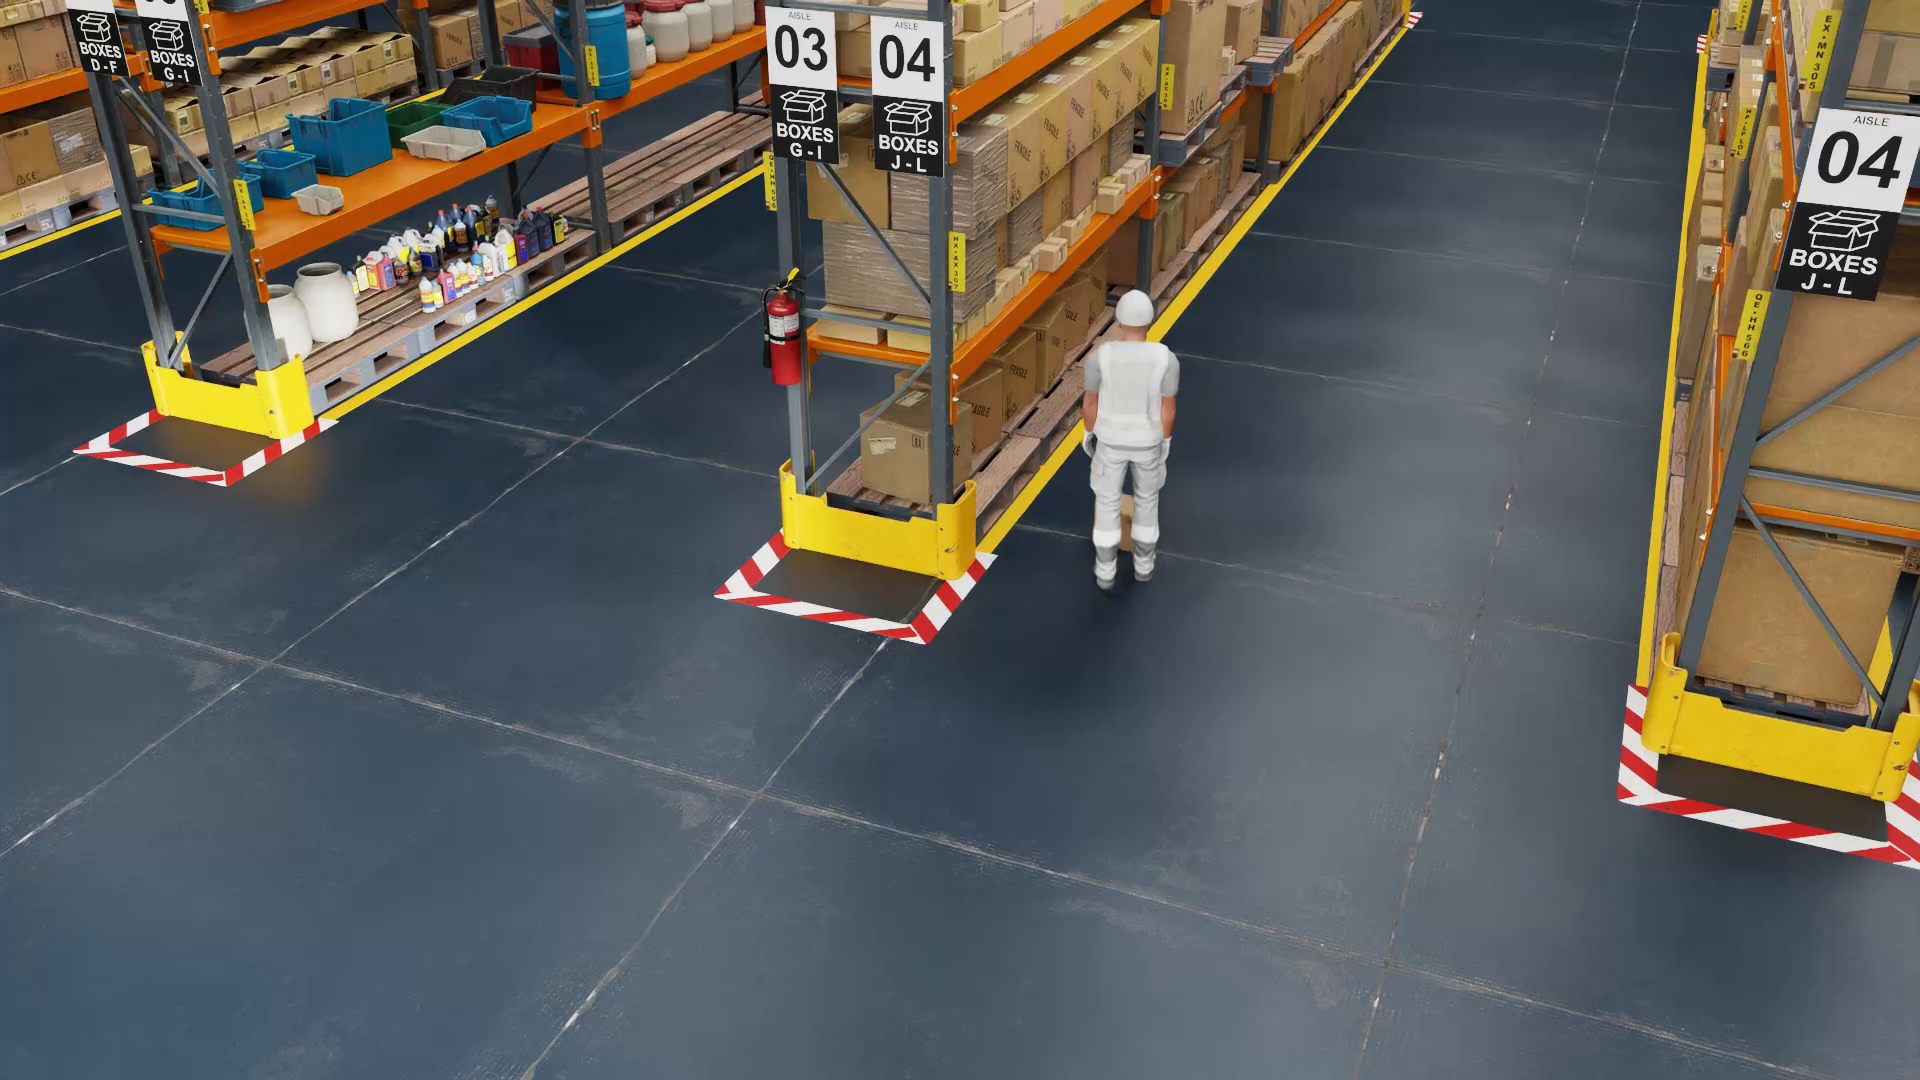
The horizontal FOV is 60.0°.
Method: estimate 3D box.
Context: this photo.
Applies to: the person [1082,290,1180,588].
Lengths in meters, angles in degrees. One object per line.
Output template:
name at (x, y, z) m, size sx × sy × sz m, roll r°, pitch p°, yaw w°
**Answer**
person at (0.949, -0.578, 9.412) m, size 0.524 × 1.792 × 0.390 m, roll 2°, pitch 29°, yaw 4°
